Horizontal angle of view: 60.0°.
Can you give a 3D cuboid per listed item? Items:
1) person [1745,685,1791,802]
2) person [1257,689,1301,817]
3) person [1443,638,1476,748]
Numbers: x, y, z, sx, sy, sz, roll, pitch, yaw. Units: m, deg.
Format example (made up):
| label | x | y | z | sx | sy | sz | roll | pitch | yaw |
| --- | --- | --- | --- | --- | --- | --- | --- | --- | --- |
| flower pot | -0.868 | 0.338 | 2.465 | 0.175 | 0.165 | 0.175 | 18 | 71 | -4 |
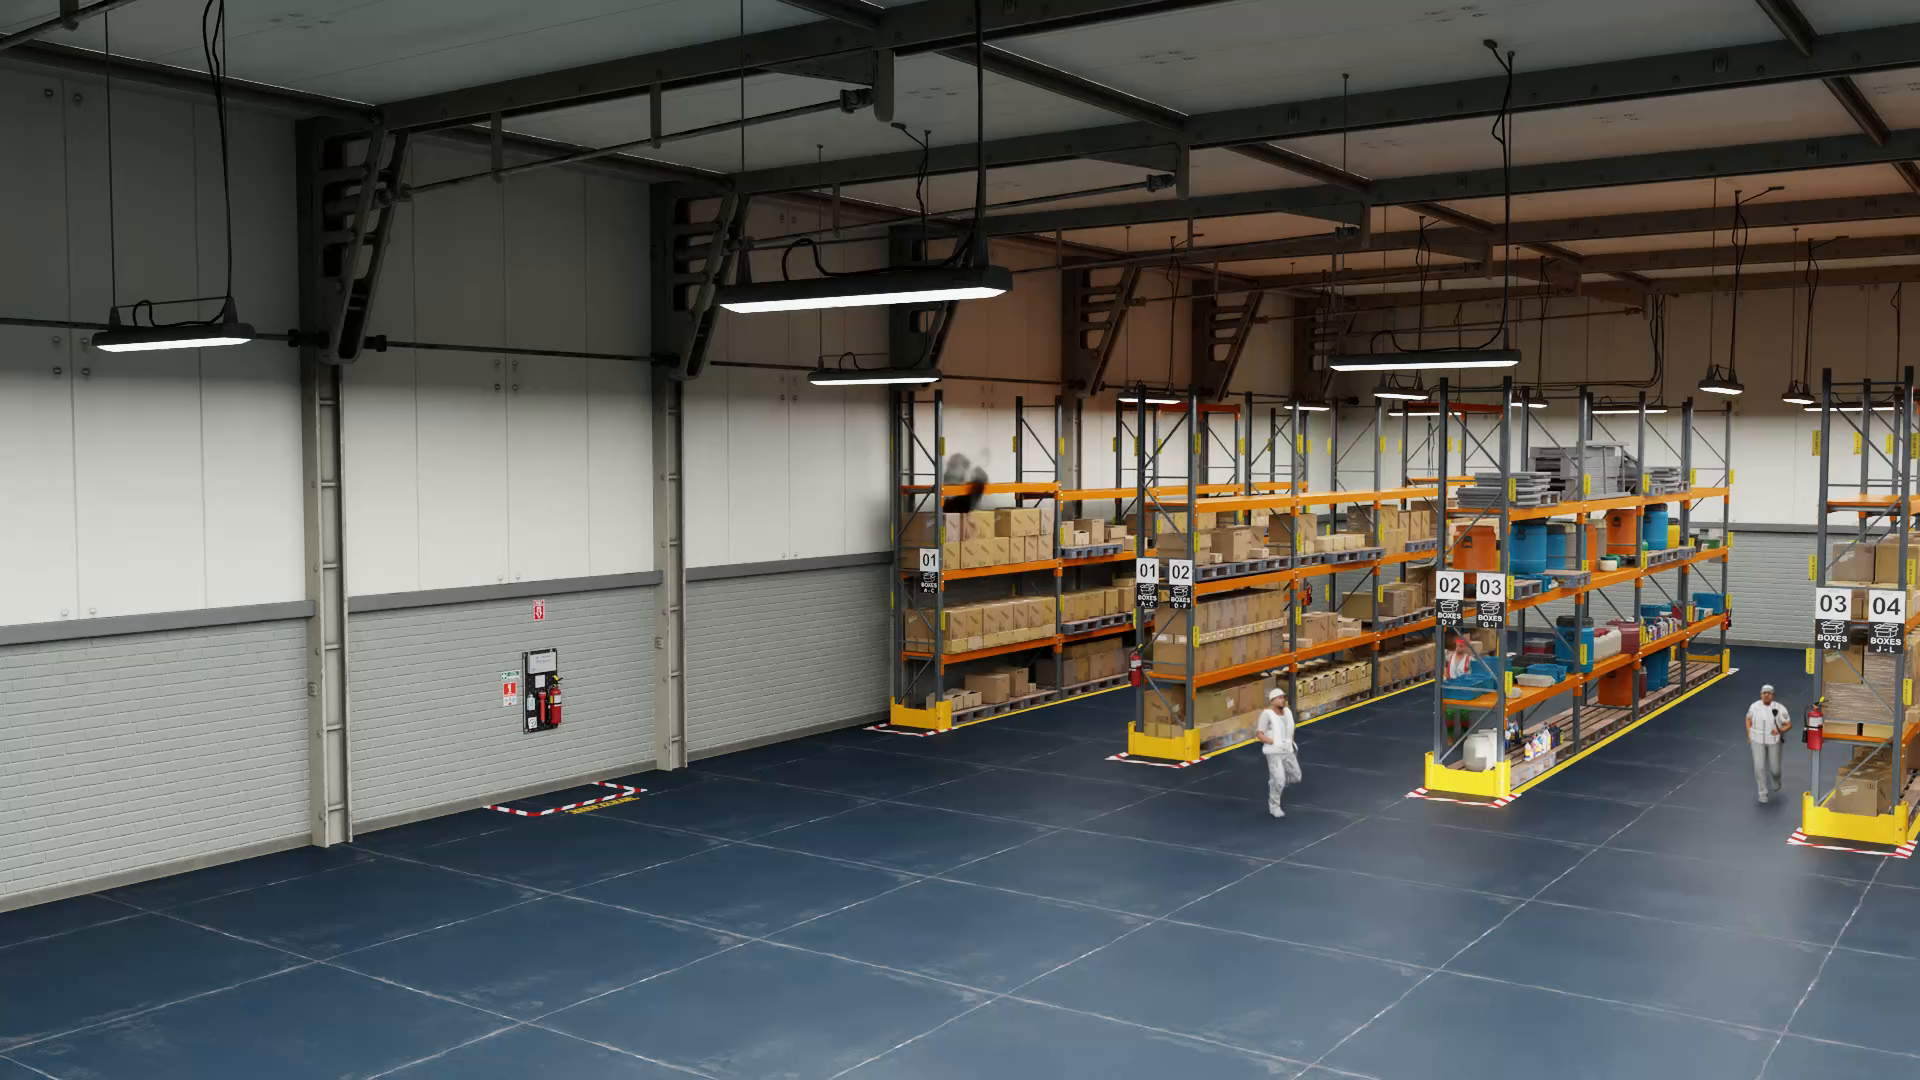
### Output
| label | x | y | z | sx | sy | sz | roll | pitch | yaw |
| --- | --- | --- | --- | --- | --- | --- | --- | --- | --- |
| person | 11.432 | 2.859 | 23.549 | 0.609 | 1.630 | 0.711 | 2 | 4 | 34 |
| person | 4.330 | 2.874 | 22.535 | 0.709 | 1.725 | 0.623 | -2 | 4 | -32 |
| person | 8.323 | 2.544 | 27.776 | 0.639 | 1.838 | 0.749 | 2 | 4 | 27 |
